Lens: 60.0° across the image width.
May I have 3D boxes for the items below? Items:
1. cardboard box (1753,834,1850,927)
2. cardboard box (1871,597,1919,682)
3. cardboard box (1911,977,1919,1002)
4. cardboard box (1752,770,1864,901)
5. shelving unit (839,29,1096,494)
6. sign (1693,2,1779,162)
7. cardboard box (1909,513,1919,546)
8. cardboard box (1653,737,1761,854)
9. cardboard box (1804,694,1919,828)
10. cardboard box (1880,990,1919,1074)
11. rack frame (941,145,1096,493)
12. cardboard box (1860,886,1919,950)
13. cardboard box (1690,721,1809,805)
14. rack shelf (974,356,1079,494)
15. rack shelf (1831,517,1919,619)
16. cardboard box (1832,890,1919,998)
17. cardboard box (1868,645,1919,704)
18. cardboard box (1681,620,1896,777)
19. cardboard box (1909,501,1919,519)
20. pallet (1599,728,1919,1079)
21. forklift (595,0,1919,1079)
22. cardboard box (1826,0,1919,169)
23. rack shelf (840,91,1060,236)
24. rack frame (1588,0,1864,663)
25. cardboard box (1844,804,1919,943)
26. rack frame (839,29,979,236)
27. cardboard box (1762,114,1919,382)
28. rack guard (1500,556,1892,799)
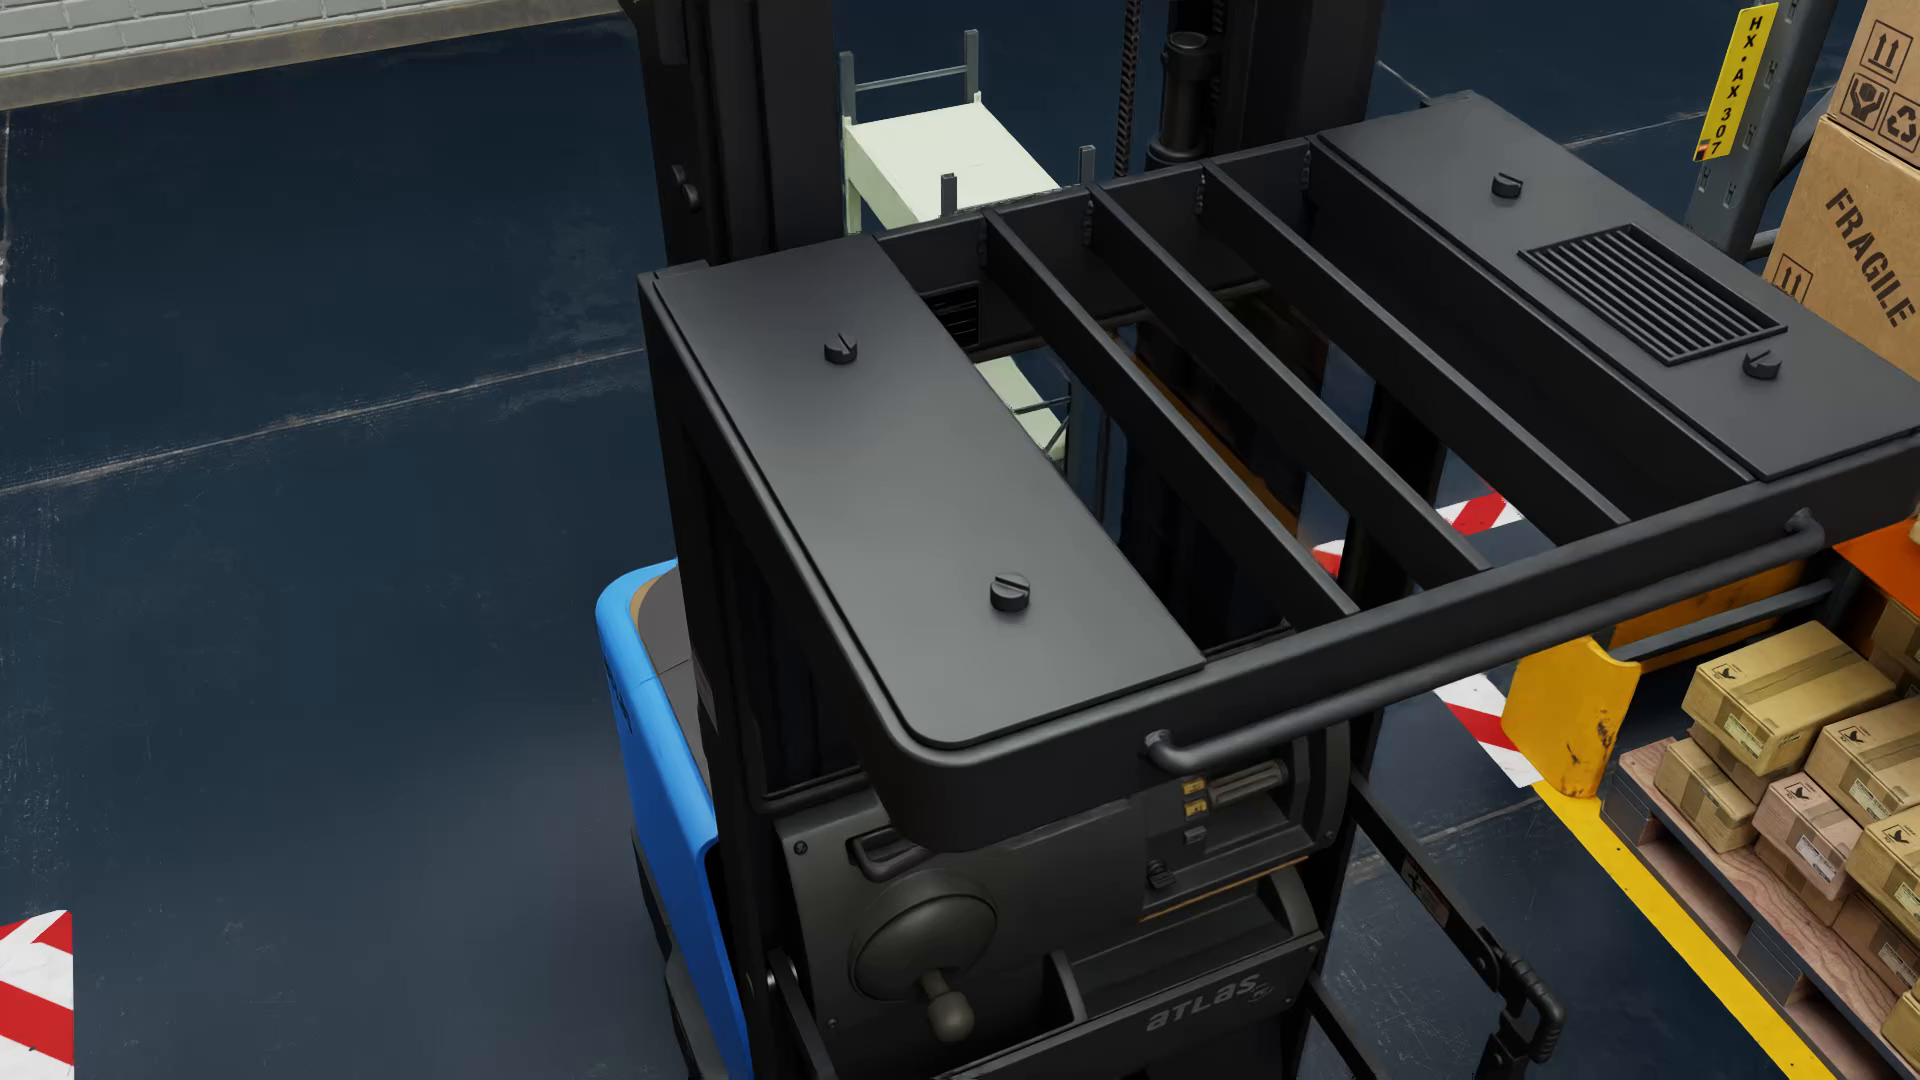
[{"bbox_3d":[2.147,0.728,3.968,0.380,0.149,0.250,-15,43,-17],"label":"cardboard box"},{"bbox_3d":[2.504,0.225,4.096,0.380,0.149,0.250,-15,43,-16],"label":"cardboard box"},{"bbox_3d":[2.256,0.948,3.484,0.380,0.149,0.250,-14,43,-16],"label":"cardboard box"},{"bbox_3d":[2.083,0.641,3.841,0.380,0.149,0.250,-15,43,-17],"label":"cardboard box"},{"bbox_3d":[0.003,-0.565,4.756,0.431,1.500,0.755,-15,43,-17],"label":"shelving unit"},{"bbox_3d":[1.566,-0.920,3.355,0.100,0.325,0.005,-15,43,-17],"label":"sign"},{"bbox_3d":[2.077,-0.036,3.184,0.380,0.149,0.250,-16,43,-18],"label":"cardboard box"},{"bbox_3d":[1.972,0.590,4.127,0.380,0.149,0.250,-14,43,-16],"label":"cardboard box"},{"bbox_3d":[2.170,0.506,3.769,0.380,0.149,0.250,-14,43,-16],"label":"cardboard box"},{"bbox_3d":[2.245,1.057,3.585,0.380,0.149,0.250,-15,43,-16],"label":"cardboard box"},{"bbox_3d":[0.143,-0.344,4.500,0.400,1.500,0.023,-15,43,-17],"label":"rack frame"},{"bbox_3d":[2.258,0.766,3.695,0.380,0.149,0.250,-15,43,-16],"label":"cardboard box"},{"bbox_3d":[2.030,0.462,4.049,0.380,0.149,0.250,-13,42,-15],"label":"cardboard box"},{"bbox_3d":[0.003,-0.317,4.969,0.431,0.370,0.720,-15,43,-17],"label":"rack shelf"},{"bbox_3d":[2.832,0.751,2.628,1.077,0.370,4.000,-15,43,-17],"label":"rack shelf"},{"bbox_3d":[2.249,0.875,3.796,0.380,0.149,0.250,-15,43,-16],"label":"cardboard box"},{"bbox_3d":[2.533,0.329,4.203,0.380,0.149,0.250,-16,43,-18],"label":"cardboard box"},{"bbox_3d":[1.953,0.370,3.928,0.380,0.149,0.250,-17,44,-19],"label":"cardboard box"},{"bbox_3d":[2.024,-0.212,3.388,0.380,0.149,0.250,-14,43,-15],"label":"cardboard box"},{"bbox_3d":[2.374,0.874,4.071,1.003,0.211,1.213,-15,43,-17],"label":"pallet"},{"bbox_3d":[0.276,0.536,2.379,1.130,2.935,3.031,-16,43,-18],"label":"forklift"},{"bbox_3d":[1.993,-0.920,2.948,0.500,0.500,0.500,-15,43,-17],"label":"cardboard box"},{"bbox_3d":[0.003,-0.861,4.502,0.431,0.370,0.720,-15,43,-17],"label":"rack shelf"},{"bbox_3d":[2.067,-0.727,3.795,1.000,3.000,0.127,-15,43,-17],"label":"rack frame"},{"bbox_3d":[2.148,0.689,3.556,0.380,0.149,0.250,-15,43,-17],"label":"cardboard box"},{"bbox_3d":[-0.137,-0.785,5.013,0.400,1.500,0.023,-15,43,-17],"label":"rack frame"},{"bbox_3d":[1.983,-0.538,3.270,0.500,0.500,0.500,-13,42,-15],"label":"cardboard box"},{"bbox_3d":[2.096,0.267,4.556,1.175,0.500,0.348,-15,43,-17],"label":"rack guard"}]
